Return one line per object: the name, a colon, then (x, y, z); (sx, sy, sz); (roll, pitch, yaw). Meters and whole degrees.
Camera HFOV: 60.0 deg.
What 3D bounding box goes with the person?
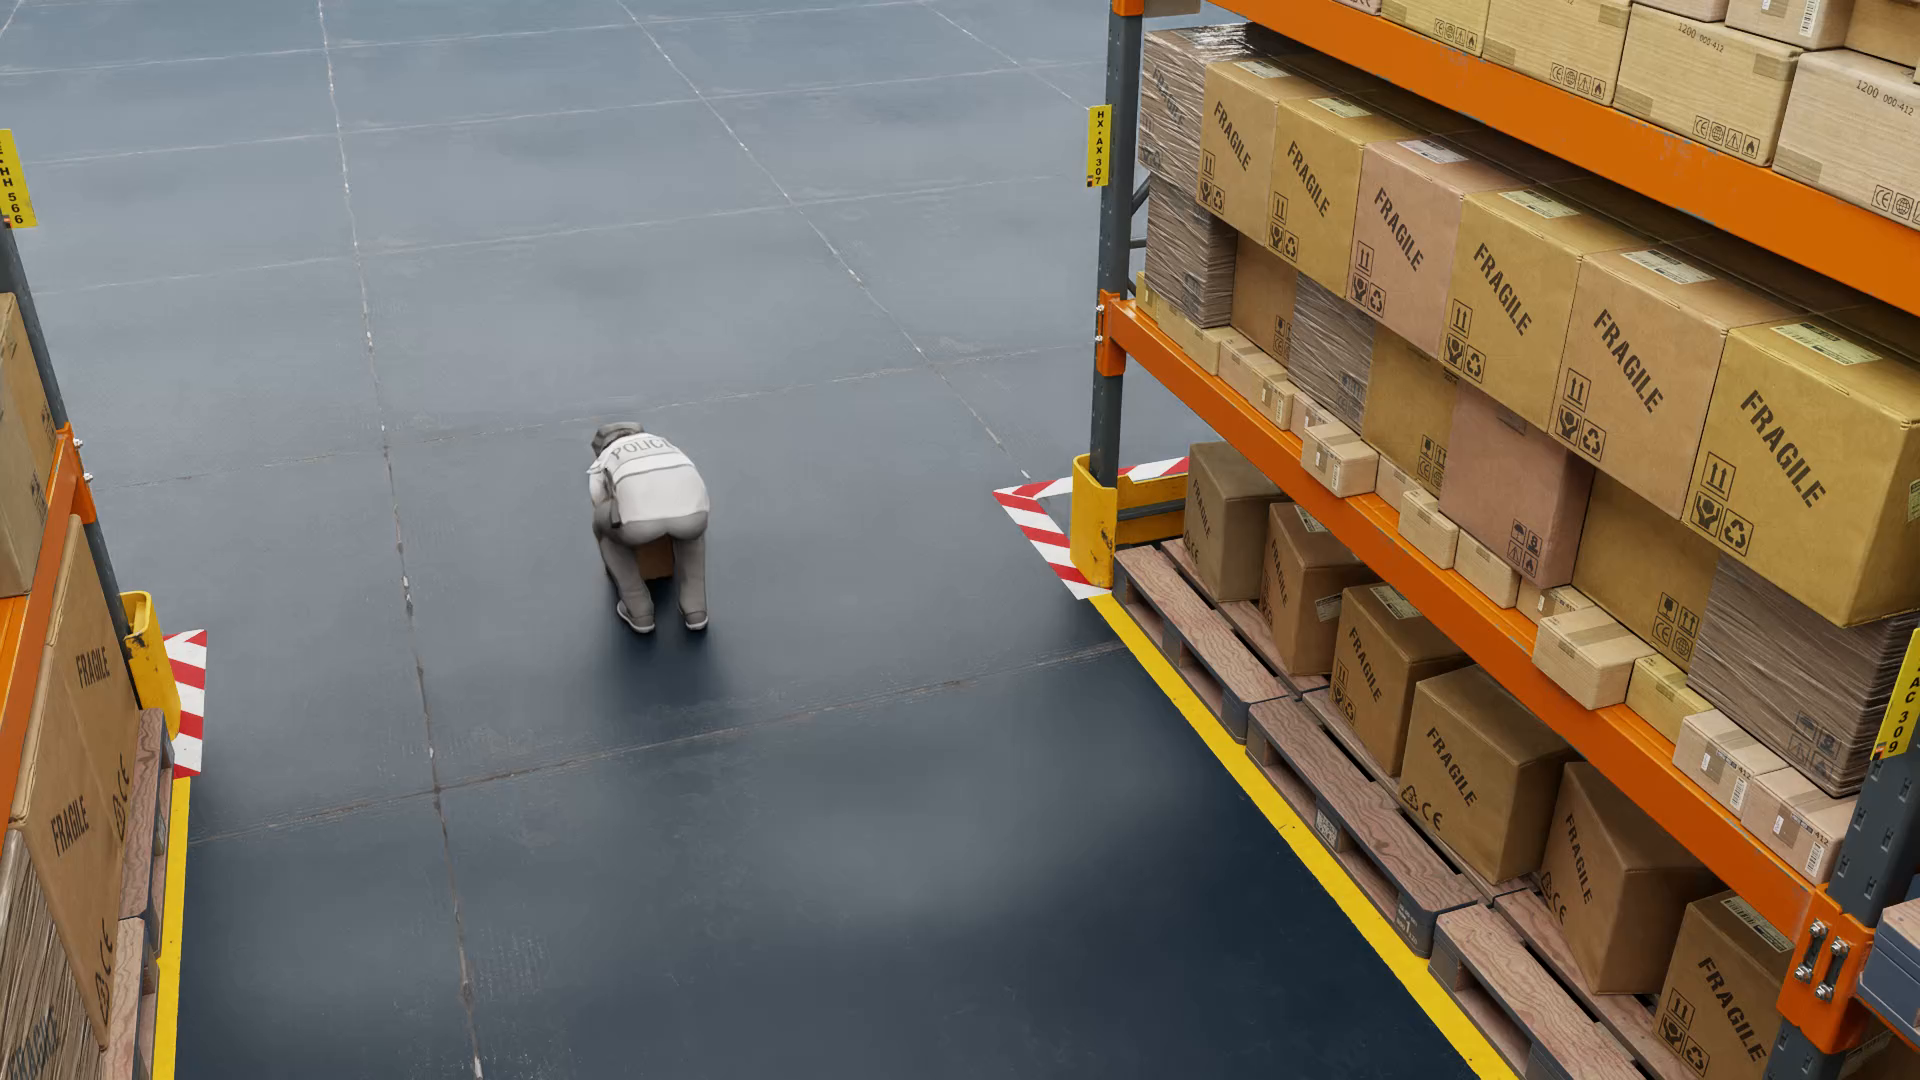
person: (-1.334, -0.069, 7.114); (0.458, 0.833, 0.916); (-12, 32, -19)
